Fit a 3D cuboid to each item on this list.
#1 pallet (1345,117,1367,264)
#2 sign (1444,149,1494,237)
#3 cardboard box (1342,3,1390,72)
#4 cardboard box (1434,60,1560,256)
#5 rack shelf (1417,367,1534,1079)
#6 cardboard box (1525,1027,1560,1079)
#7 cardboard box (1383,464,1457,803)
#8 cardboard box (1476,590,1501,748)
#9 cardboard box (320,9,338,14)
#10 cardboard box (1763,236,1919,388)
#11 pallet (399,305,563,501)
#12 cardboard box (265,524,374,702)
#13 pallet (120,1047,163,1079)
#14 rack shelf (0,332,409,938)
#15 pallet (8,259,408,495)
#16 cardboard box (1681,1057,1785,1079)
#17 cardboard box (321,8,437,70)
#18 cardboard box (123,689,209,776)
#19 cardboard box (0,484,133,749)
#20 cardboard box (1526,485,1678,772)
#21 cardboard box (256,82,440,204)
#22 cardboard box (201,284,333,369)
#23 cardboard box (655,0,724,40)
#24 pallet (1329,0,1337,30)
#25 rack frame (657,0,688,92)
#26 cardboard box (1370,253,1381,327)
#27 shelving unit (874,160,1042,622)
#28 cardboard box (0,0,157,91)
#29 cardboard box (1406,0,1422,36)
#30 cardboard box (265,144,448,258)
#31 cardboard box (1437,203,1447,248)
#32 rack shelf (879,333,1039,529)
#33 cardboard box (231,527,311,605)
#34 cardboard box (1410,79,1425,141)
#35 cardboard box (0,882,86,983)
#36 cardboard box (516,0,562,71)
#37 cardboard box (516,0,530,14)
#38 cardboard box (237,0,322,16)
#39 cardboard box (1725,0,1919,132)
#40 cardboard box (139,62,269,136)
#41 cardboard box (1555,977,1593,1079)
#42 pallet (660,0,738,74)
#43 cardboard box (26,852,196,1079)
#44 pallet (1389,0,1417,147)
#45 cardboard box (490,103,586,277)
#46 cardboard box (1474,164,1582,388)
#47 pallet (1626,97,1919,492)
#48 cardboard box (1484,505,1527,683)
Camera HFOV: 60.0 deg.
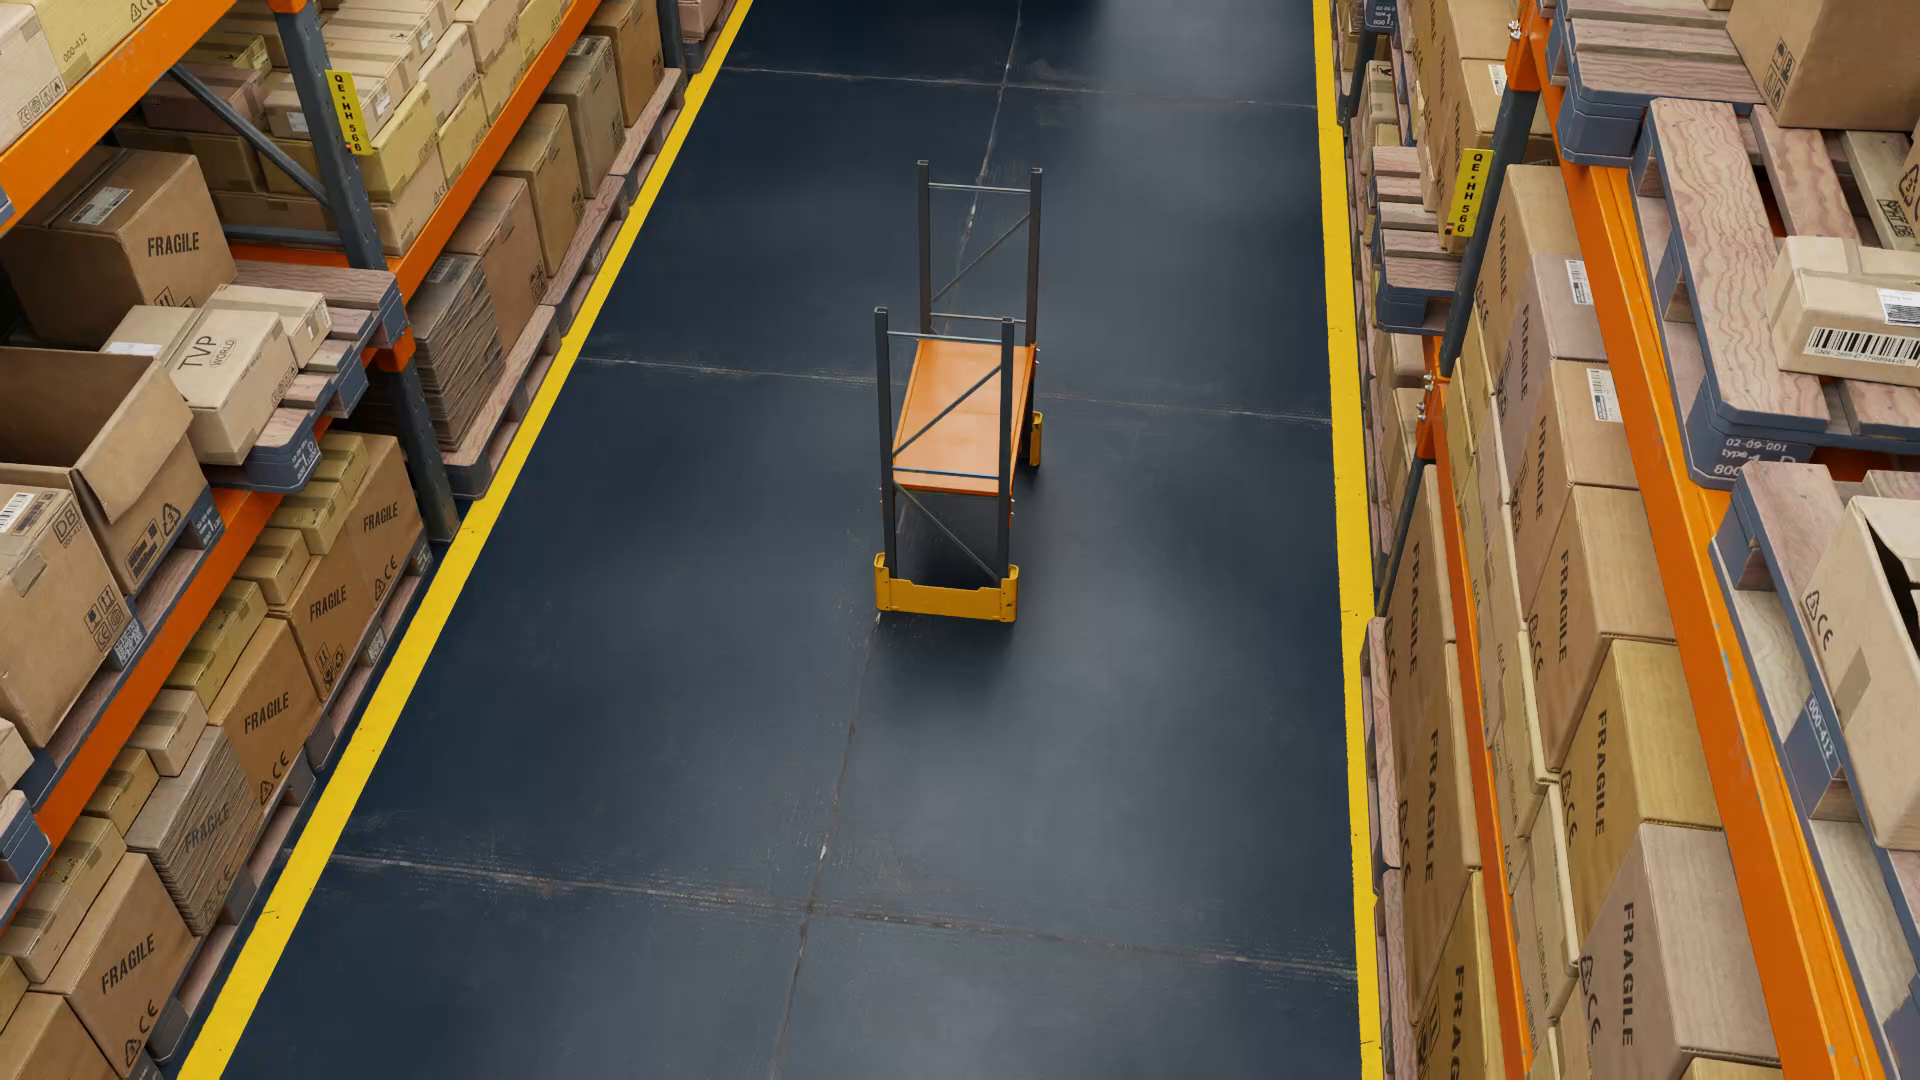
[{"bbox_3d":[2.649,-1.892,9.095,1.003,0.211,1.213,5,44,6],"label":"pallet"},{"bbox_3d":[1.683,-1.144,5.492,0.100,0.325,0.005,5,44,6],"label":"sign"},{"bbox_3d":[2.562,-3.017,9.949,0.500,0.250,0.500,7,44,7],"label":"cardboard box"},{"bbox_3d":[2.006,-1.342,5.891,0.500,0.500,0.500,4,44,4],"label":"cardboard box"},{"bbox_3d":[1.958,0.915,4.626,1.077,0.370,4.000,5,44,6],"label":"rack shelf"},{"bbox_3d":[1.571,1.395,3.704,0.500,0.250,0.500,5,44,5],"label":"cardboard box"},{"bbox_3d":[2.048,0.373,5.915,0.875,0.875,0.875,5,44,5],"label":"cardboard box"},{"bbox_3d":[1.782,0.364,4.793,0.500,0.250,0.500,7,44,7],"label":"cardboard box"},{"bbox_3d":[-2.780,-2.307,7.250,0.500,0.250,0.500,5,44,5],"label":"cardboard box"},{"bbox_3d":[1.794,-0.443,3.219,0.380,0.166,0.250,9,44,9],"label":"cardboard box"},{"bbox_3d":[-2.551,-0.703,7.839,1.003,0.211,1.213,5,44,6],"label":"pallet"},{"bbox_3d":[-2.618,0.245,6.323,0.500,0.500,0.500,5,44,5],"label":"cardboard box"},{"bbox_3d":[-3.157,2.023,4.961,1.003,0.211,1.213,5,44,6],"label":"pallet"},{"bbox_3d":[-2.963,0.466,5.100,1.077,0.370,4.000,5,44,6],"label":"rack shelf"},{"bbox_3d":[-2.719,-0.620,5.863,1.213,0.211,1.003,5,44,6],"label":"pallet"},{"bbox_3d":[1.503,1.290,2.906,0.500,0.500,0.500,7,44,7],"label":"cardboard box"},{"bbox_3d":[-2.322,-1.980,6.615,0.380,0.149,0.250,6,44,7],"label":"cardboard box"},{"bbox_3d":[-2.716,0.622,5.452,0.380,0.149,0.250,3,44,4],"label":"cardboard box"},{"bbox_3d":[-2.770,0.182,4.498,0.700,0.500,0.500,5,44,5],"label":"cardboard box"},{"bbox_3d":[1.705,0.239,4.016,0.500,0.500,0.500,6,44,6],"label":"cardboard box"},{"bbox_3d":[-2.373,-1.563,6.465,0.500,0.250,0.500,5,44,5],"label":"cardboard box"},{"bbox_3d":[-2.405,-0.737,5.724,0.380,0.149,0.250,6,44,6],"label":"cardboard box"},{"bbox_3d":[-1.778,-3.338,10.288,0.500,0.250,0.500,6,44,6],"label":"cardboard box"},{"bbox_3d":[2.963,-3.718,11.023,1.003,0.211,1.213,5,44,6],"label":"pallet"},{"bbox_3d":[-2.170,-3.884,9.171,1.000,3.000,0.127,5,44,6],"label":"rack frame"},{"bbox_3d":[2.502,-1.312,8.060,0.950,0.372,0.625,7,44,7],"label":"cardboard box"},{"bbox_3d":[0.010,-0.597,6.789,0.587,1.500,1.083,5,44,6],"label":"shelving unit"},{"bbox_3d":[-2.592,-1.479,4.557,0.500,0.250,0.500,5,44,6],"label":"cardboard box"},{"bbox_3d":[2.203,-2.411,7.020,0.500,0.500,0.500,4,44,4],"label":"cardboard box"},{"bbox_3d":[-2.398,-1.384,6.639,0.500,0.250,0.500,5,44,6],"label":"cardboard box"},{"bbox_3d":[1.996,-1.205,6.218,0.380,0.149,0.250,6,44,6],"label":"cardboard box"},{"bbox_3d":[0.011,-0.472,6.919,0.538,0.185,1.000,5,44,6],"label":"rack shelf"},{"bbox_3d":[-2.597,0.085,6.019,0.380,0.149,0.250,4,44,4],"label":"cardboard box"},{"bbox_3d":[2.048,-1.741,6.784,0.380,0.149,0.250,6,44,6],"label":"cardboard box"},{"bbox_3d":[-2.841,1.140,4.905,0.380,0.149,0.250,5,44,5],"label":"cardboard box"},{"bbox_3d":[-2.195,-2.431,7.745,0.500,0.250,0.500,7,44,7],"label":"cardboard box"},{"bbox_3d":[-2.201,-2.612,7.573,0.500,0.250,0.500,6,44,6],"label":"cardboard box"},{"bbox_3d":[-2.874,-2.203,6.851,0.380,0.149,0.250,4,44,5],"label":"cardboard box"},{"bbox_3d":[2.279,-1.296,3.877,0.700,0.500,0.500,3,44,3],"label":"cardboard box"},{"bbox_3d":[-2.856,-1.670,6.288,0.380,0.149,0.250,7,44,7],"label":"cardboard box"},{"bbox_3d":[1.569,1.225,3.520,0.500,0.250,0.500,6,44,7],"label":"cardboard box"},{"bbox_3d":[-2.023,-3.410,10.698,1.003,0.211,1.213,5,44,6],"label":"pallet"},{"bbox_3d":[-2.810,1.310,5.197,0.500,0.500,0.500,4,44,4],"label":"cardboard box"},{"bbox_3d":[2.443,-1.993,7.313,1.003,0.211,1.213,5,44,6],"label":"pallet"},{"bbox_3d":[-2.435,-1.777,8.367,0.875,0.625,0.625,4,44,4],"label":"cardboard box"},{"bbox_3d":[1.914,-0.795,5.108,0.500,0.500,0.500,4,44,4],"label":"cardboard box"},{"bbox_3d":[2.044,-0.524,3.578,1.003,0.211,1.213,7,44,7],"label":"pallet"},{"bbox_3d":[1.763,0.177,4.627,0.500,0.250,0.500,5,44,5],"label":"cardboard box"}]
